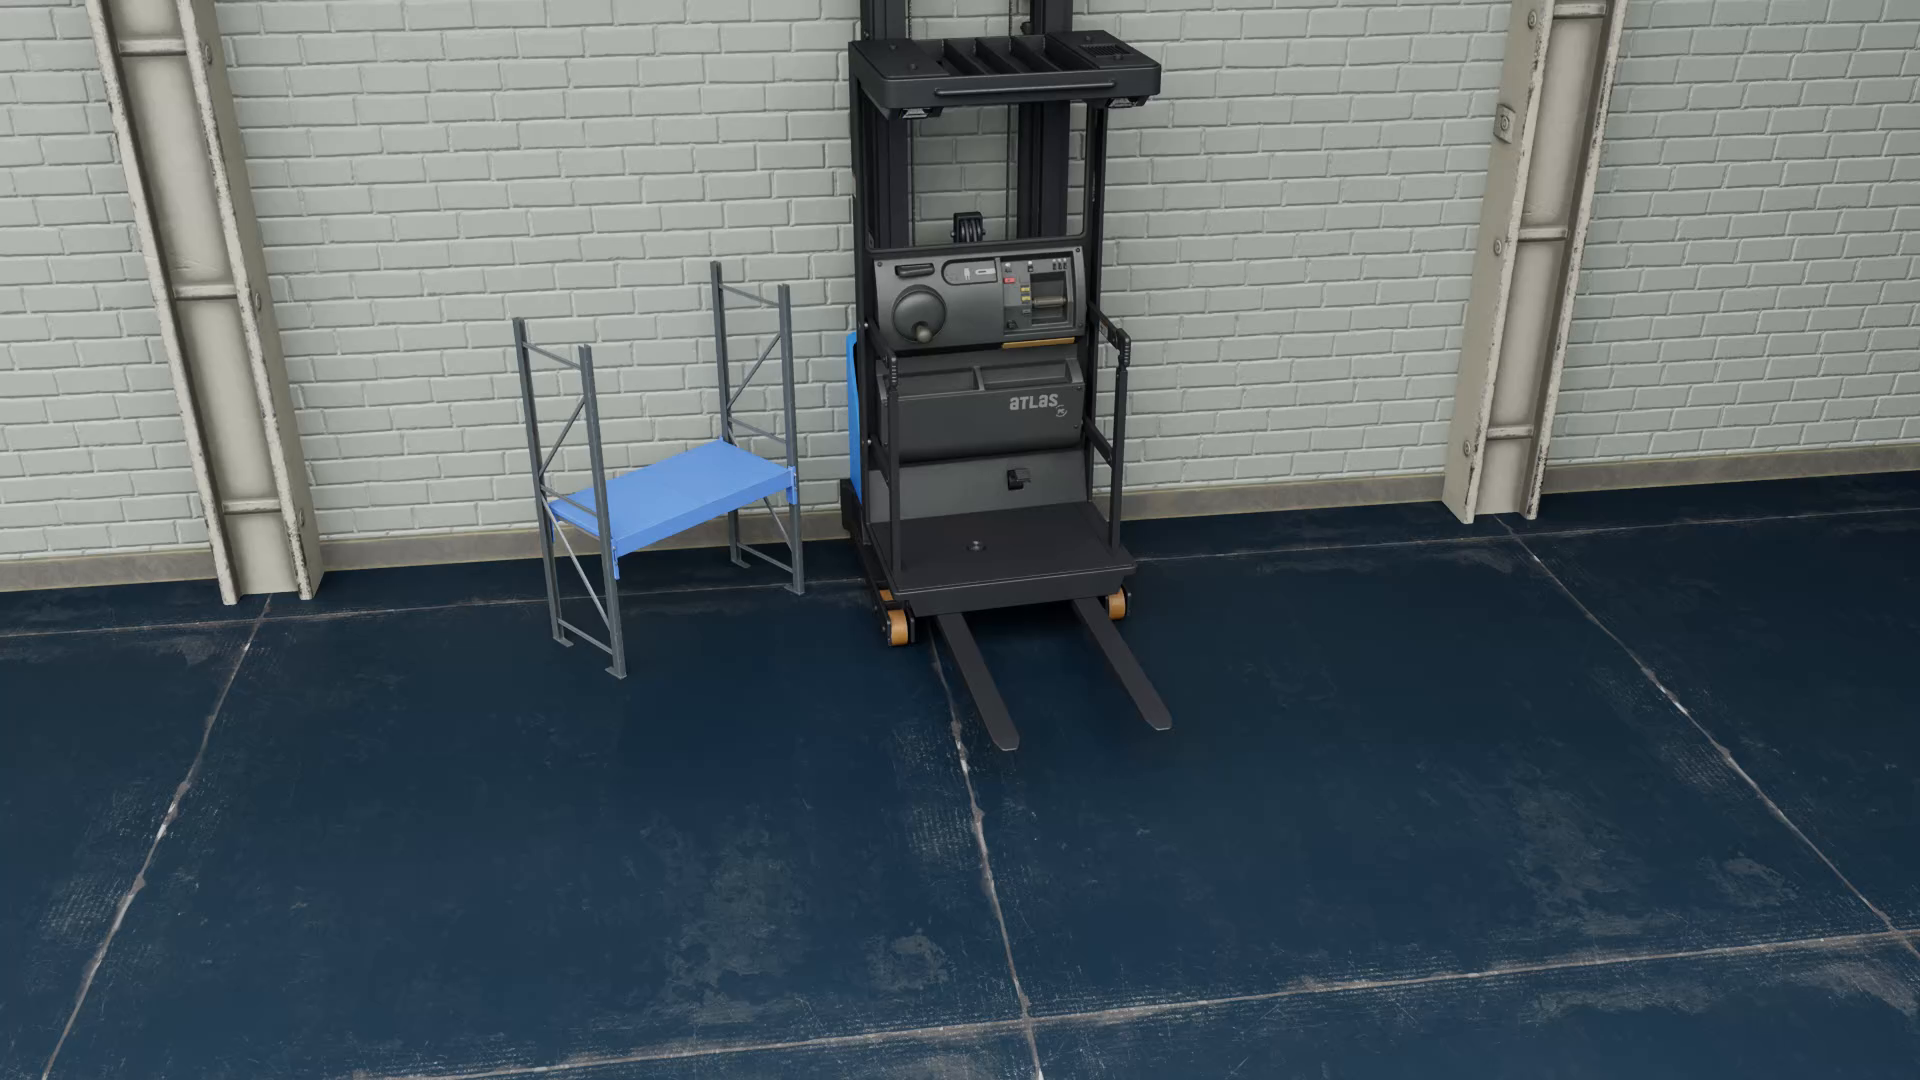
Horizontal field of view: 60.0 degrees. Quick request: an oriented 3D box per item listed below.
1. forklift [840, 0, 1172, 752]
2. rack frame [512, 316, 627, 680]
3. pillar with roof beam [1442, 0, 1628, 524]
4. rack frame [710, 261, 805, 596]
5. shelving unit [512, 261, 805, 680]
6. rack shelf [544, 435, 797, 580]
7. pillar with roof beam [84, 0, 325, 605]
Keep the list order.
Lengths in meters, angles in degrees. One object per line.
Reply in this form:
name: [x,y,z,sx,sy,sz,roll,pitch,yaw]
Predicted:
forklift: [0.142,-1.025,7.036,1.130,2.935,3.031,-6,28,-12]
rack frame: [-1.616,-0.154,6.908,0.500,1.500,0.032,23,35,38]
pillar with roof beam: [3.320,-2.223,2.724,0.400,9.000,9.100,-4,27,-7]
rack frame: [-0.917,-0.491,7.564,0.500,1.500,0.032,23,35,38]
shelving unit: [-1.267,-0.323,7.236,0.538,1.500,1.048,23,35,38]
rack shelf: [-1.267,-0.163,7.318,0.538,0.185,1.000,23,35,38]
pillar with roof beam: [-2.622,-1.841,1.981,0.400,9.000,9.100,-4,27,-7]
